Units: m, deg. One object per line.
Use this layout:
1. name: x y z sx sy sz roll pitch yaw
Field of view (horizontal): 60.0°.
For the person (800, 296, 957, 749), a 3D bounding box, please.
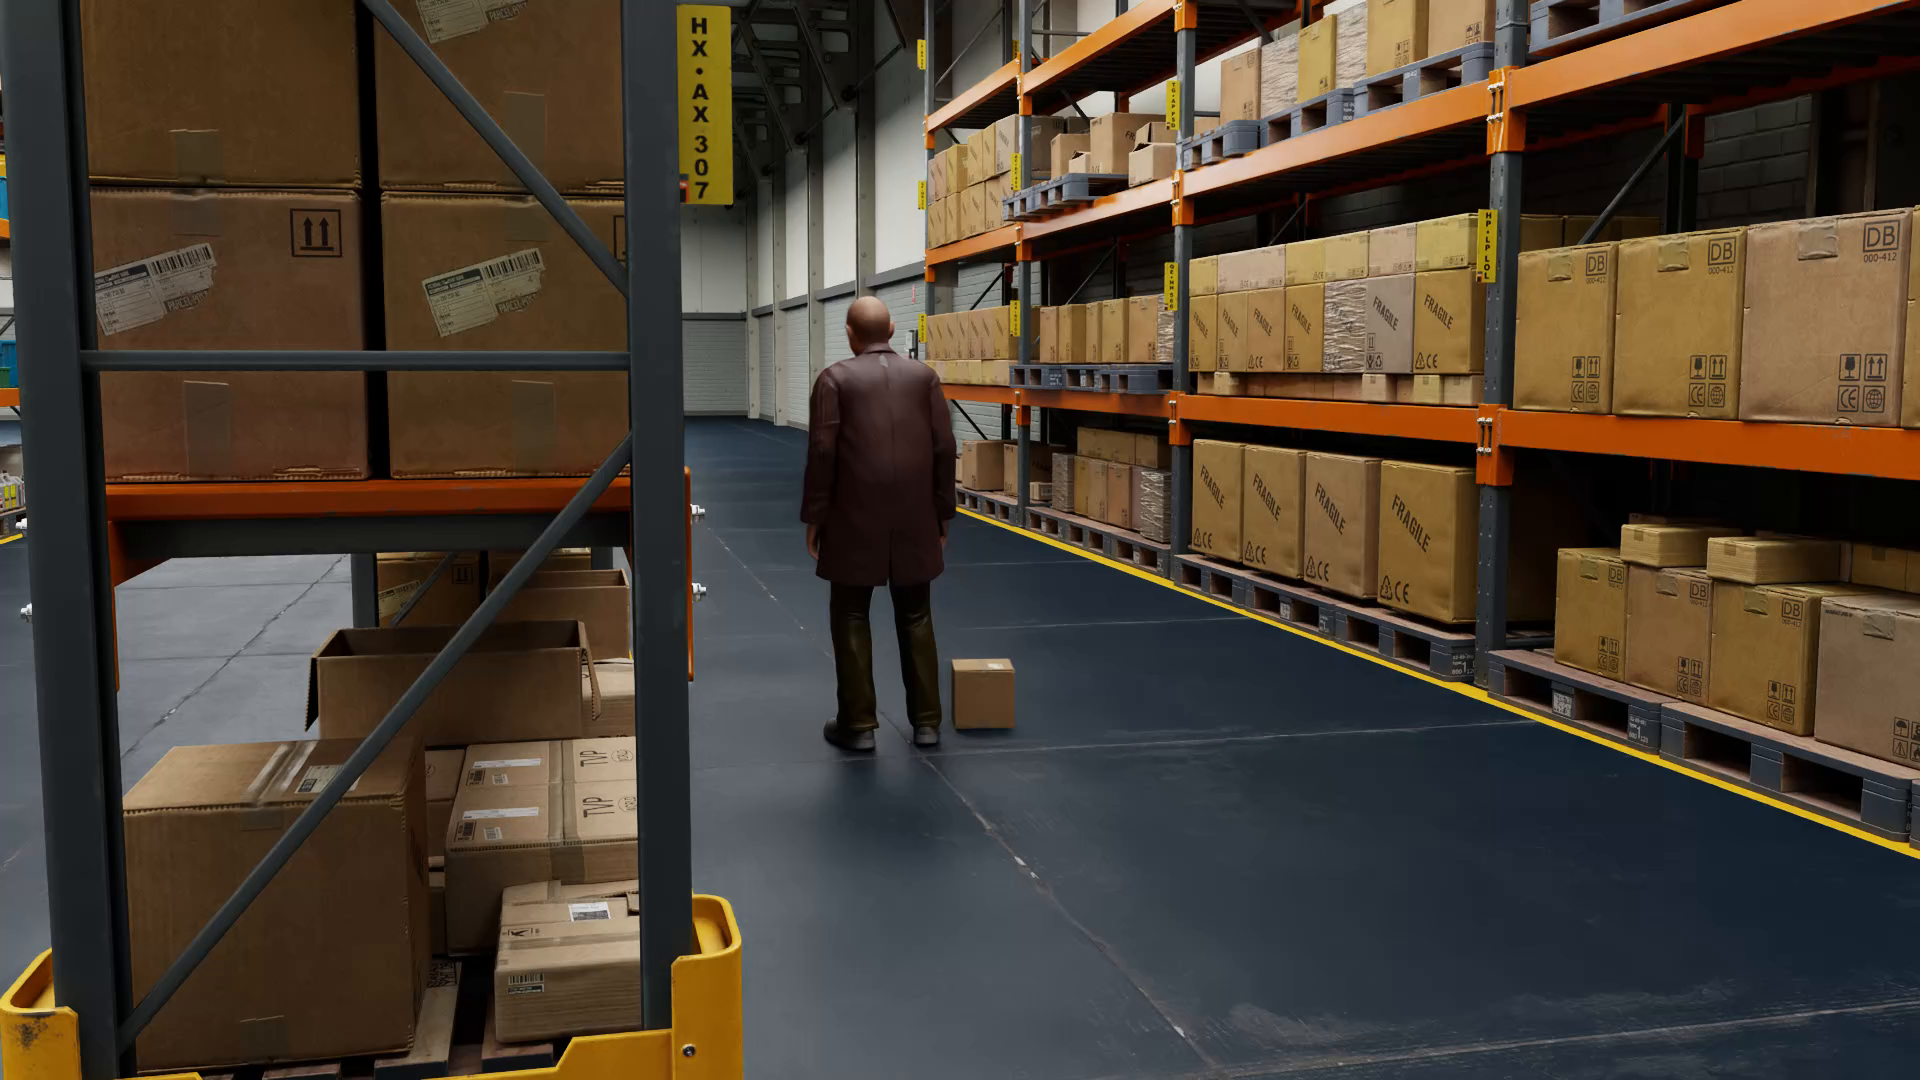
1. person: -0.322 -0.072 6.573 0.641 1.772 0.432 -2 6 -19
